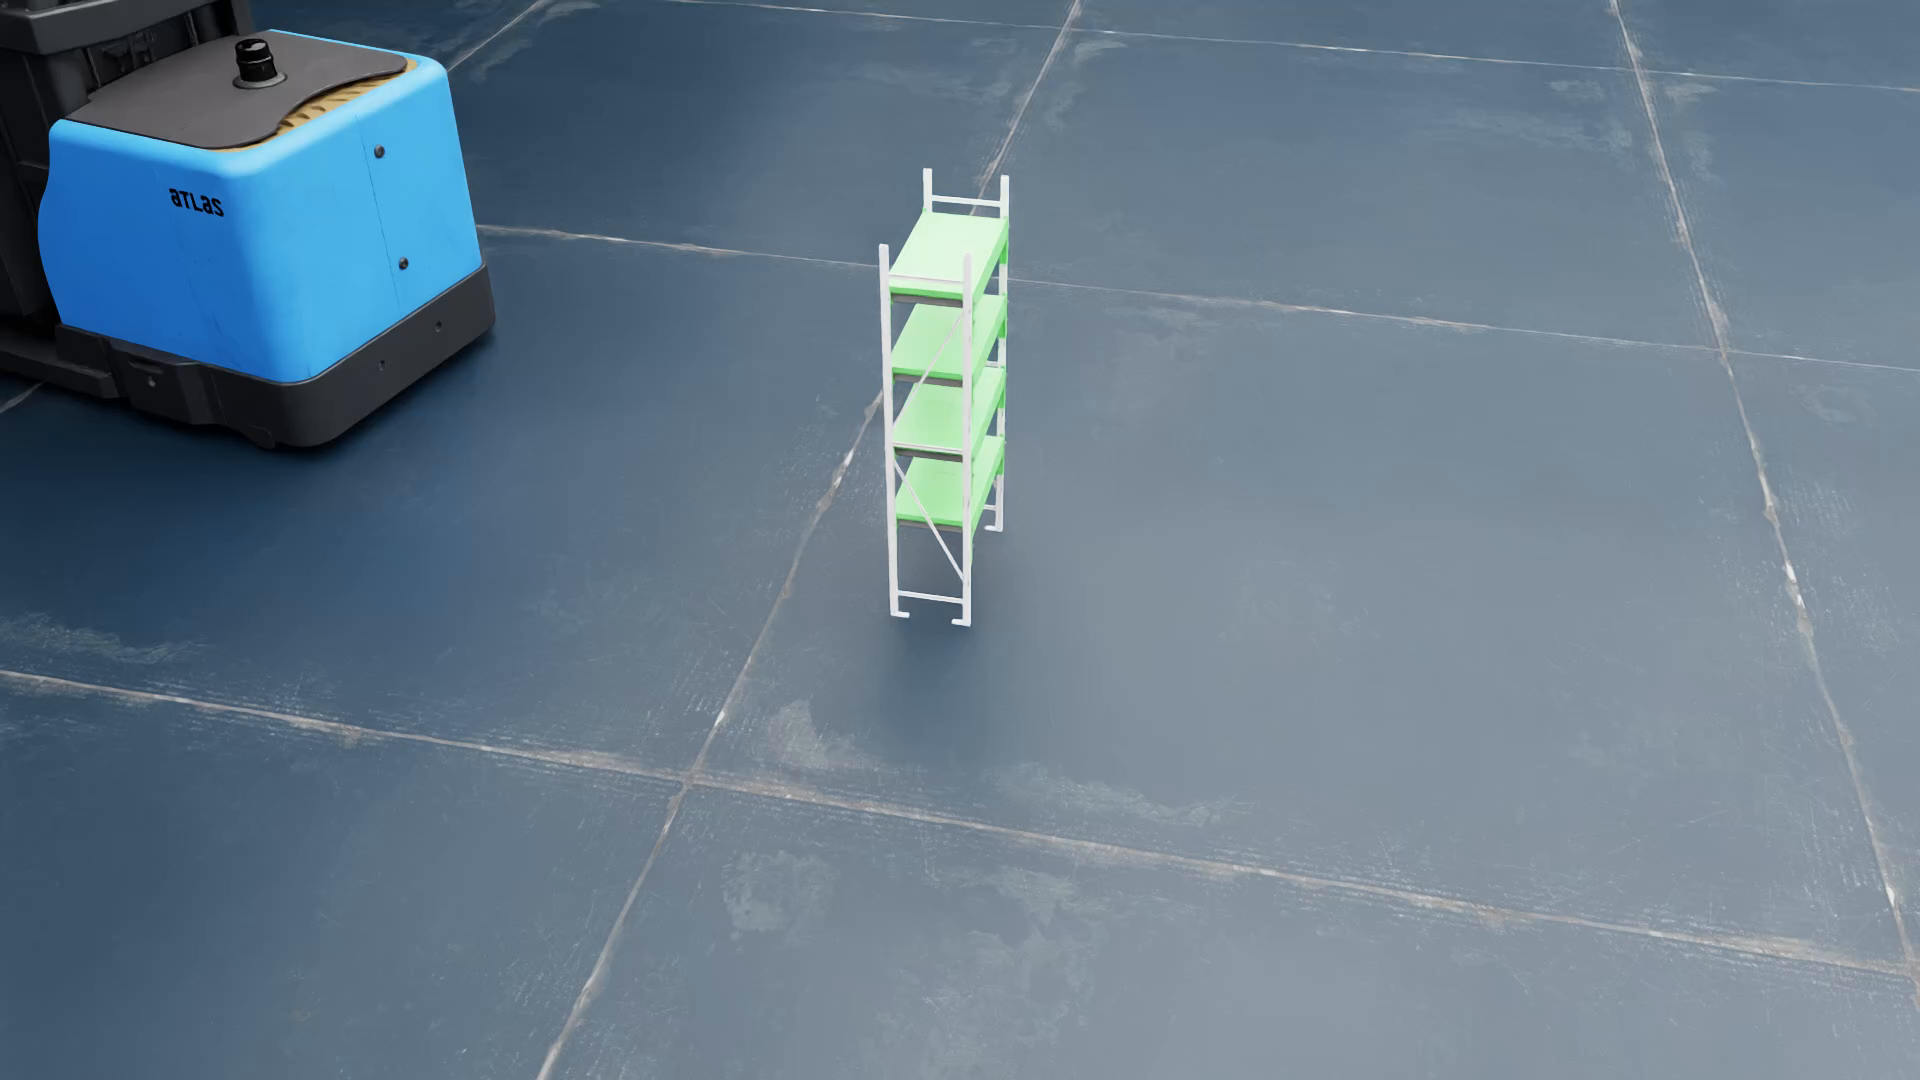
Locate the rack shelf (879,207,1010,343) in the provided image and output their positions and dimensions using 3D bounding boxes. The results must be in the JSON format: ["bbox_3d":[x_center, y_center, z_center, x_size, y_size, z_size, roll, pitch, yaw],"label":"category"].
[{"bbox_3d":[-0.035,-0.728,4.523,0.258,0.148,0.480,7,37,10],"label":"rack shelf"}]

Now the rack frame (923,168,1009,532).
[{"bbox_3d":[0.017,-0.531,4.960,0.240,1.200,0.015,7,37,10],"label":"rack frame"}]

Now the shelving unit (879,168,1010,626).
[{"bbox_3d":[-0.035,-0.391,4.767,0.258,1.200,0.503,7,37,10],"label":"shelving unit"}]

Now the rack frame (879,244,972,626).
[{"bbox_3d":[-0.087,-0.251,4.574,0.240,1.200,0.015,7,37,10],"label":"rack frame"}]

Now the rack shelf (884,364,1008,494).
[{"bbox_3d":[-0.035,-0.339,4.804,0.258,0.148,0.480,7,37,10],"label":"rack shelf"}]

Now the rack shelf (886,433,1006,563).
[{"bbox_3d":[-0.035,-0.145,4.945,0.258,0.148,0.480,7,37,10],"label":"rack shelf"}]

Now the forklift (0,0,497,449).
[{"bbox_3d":[-3.307,-2.066,5.603,3.031,2.935,1.130,15,39,20],"label":"forklift"}]

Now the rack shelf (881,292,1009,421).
[{"bbox_3d":[-0.035,-0.534,4.664,0.258,0.148,0.480,7,37,10],"label":"rack shelf"}]
